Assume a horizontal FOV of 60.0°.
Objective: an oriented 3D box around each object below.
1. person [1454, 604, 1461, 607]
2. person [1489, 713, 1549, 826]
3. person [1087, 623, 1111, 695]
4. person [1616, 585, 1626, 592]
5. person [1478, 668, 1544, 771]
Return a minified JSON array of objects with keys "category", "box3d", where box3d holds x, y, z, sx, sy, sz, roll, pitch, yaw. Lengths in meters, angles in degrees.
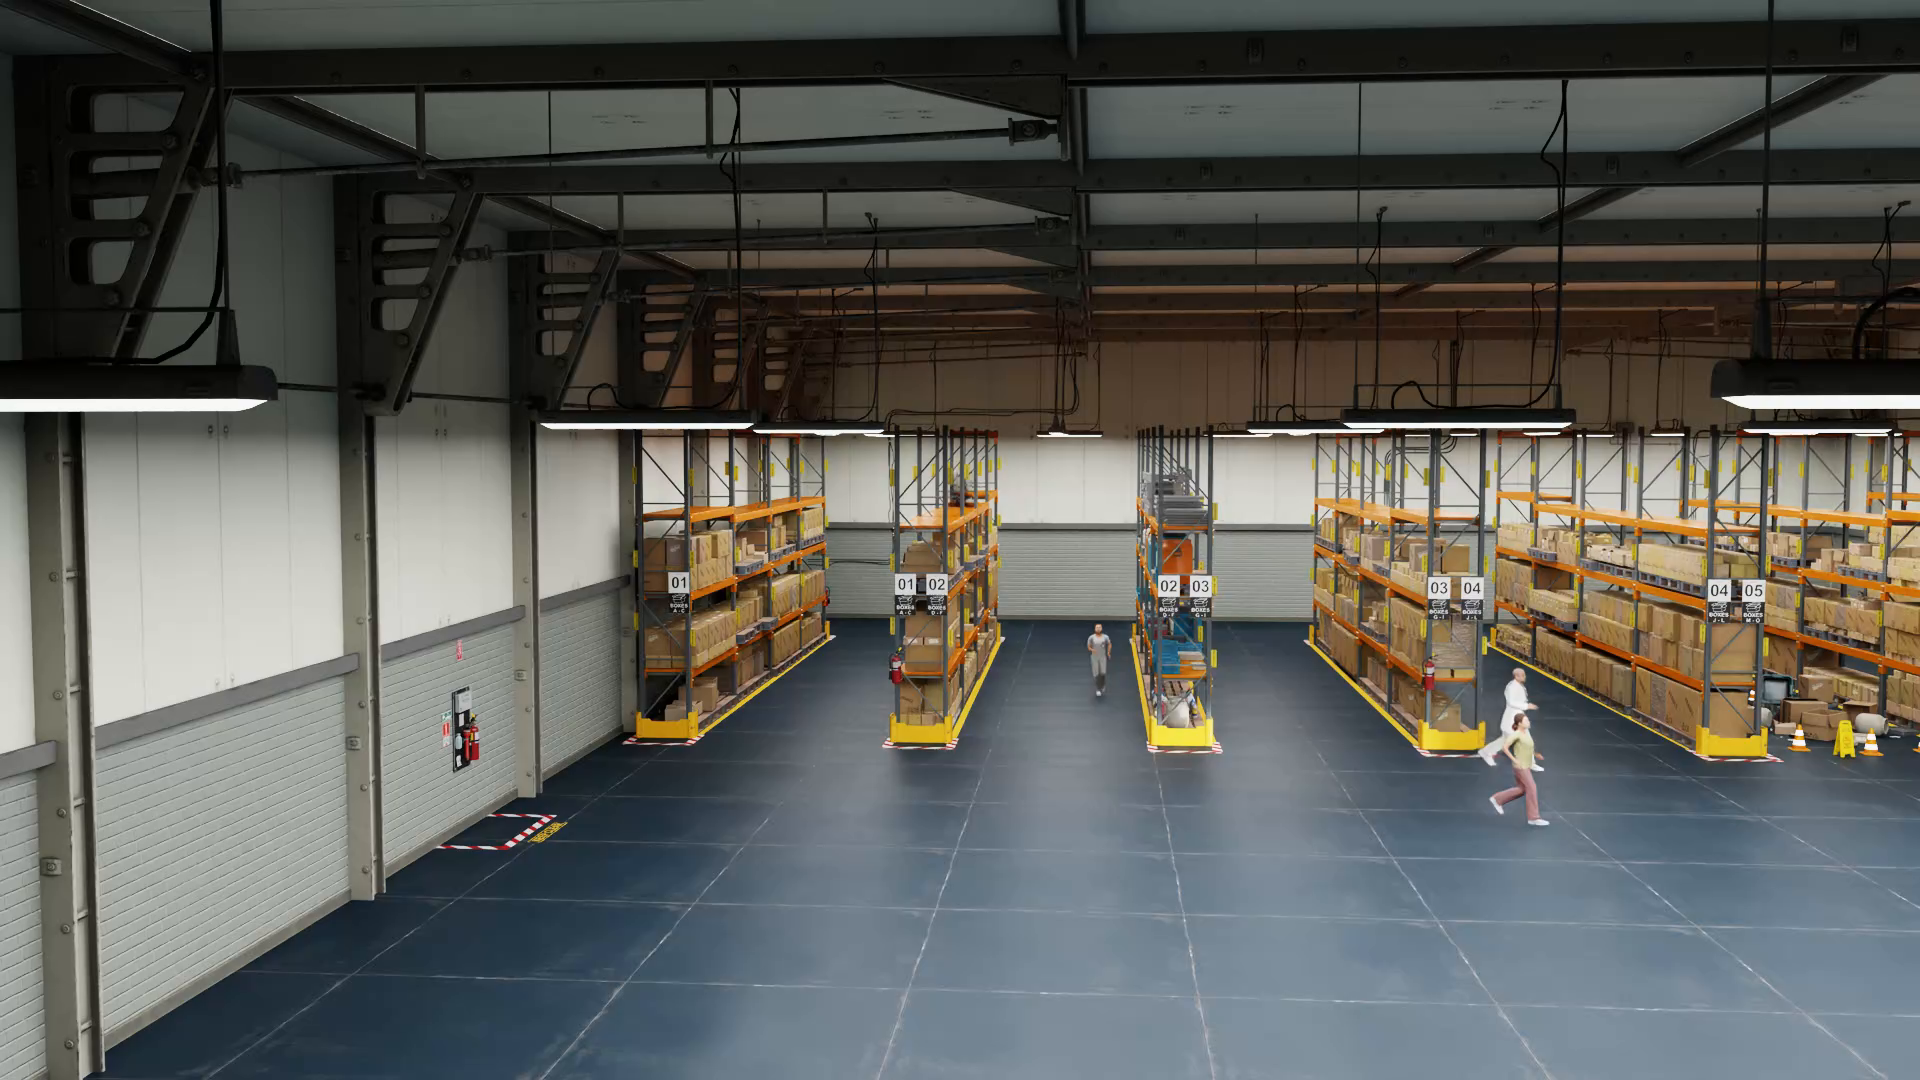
[{"category":"person","box3d":[13.485,2.238,45.145,0.522,1.571,0.758,1,3,11]},{"category":"person","box3d":[8.337,3.392,24.788,0.907,1.645,0.605,2,4,36]},{"category":"person","box3d":[3.115,2.664,37.158,0.550,1.633,0.571,0,3,3]},{"category":"person","box3d":[18.773,1.996,47.304,0.624,1.748,0.688,0,3,6]},{"category":"person","box3d":[9.553,3.137,28.778,1.086,1.674,0.685,2,4,33]}]
